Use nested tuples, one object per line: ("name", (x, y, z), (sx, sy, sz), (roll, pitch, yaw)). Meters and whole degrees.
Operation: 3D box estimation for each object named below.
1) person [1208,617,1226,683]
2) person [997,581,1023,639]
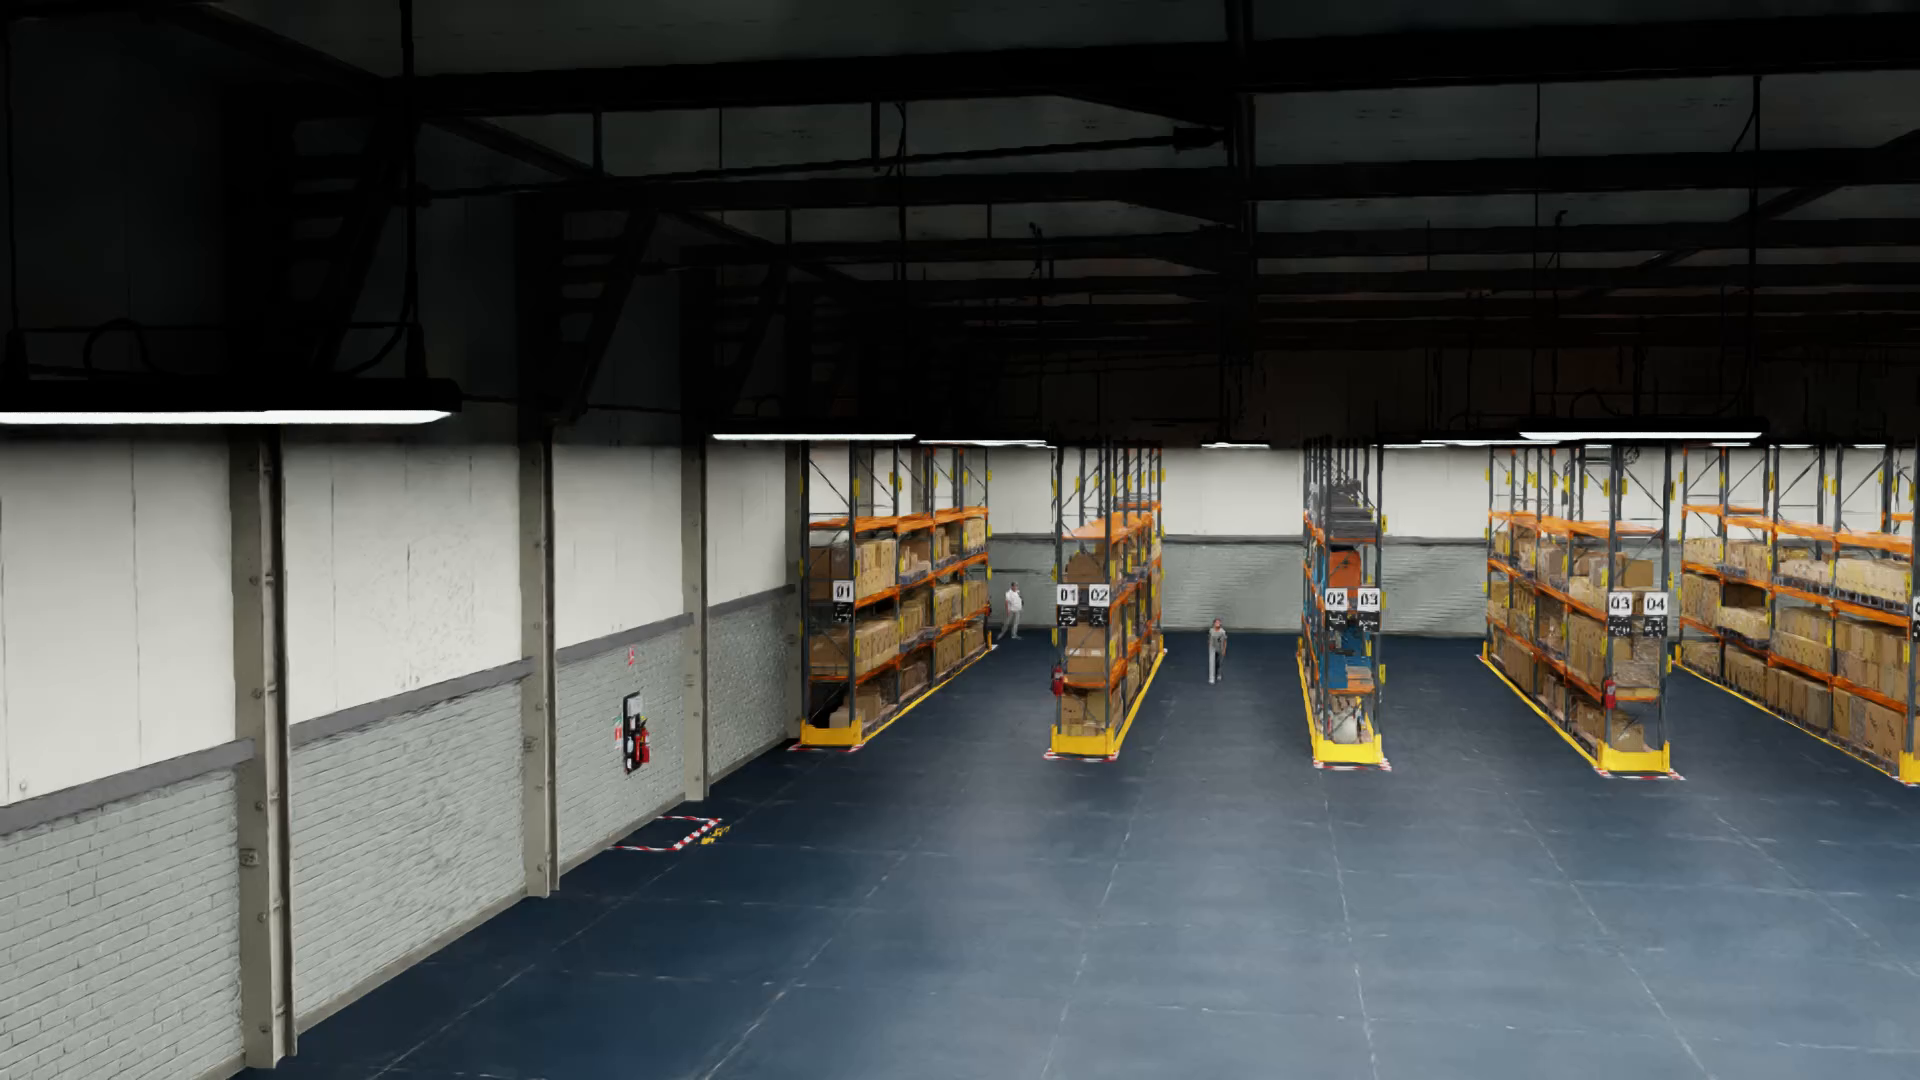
("person", (6.336, 2.692, 40.946), (0.446, 1.589, 1.096), (0, 3, 9))
("person", (1.498, 2.126, 50.536), (0.736, 1.743, 0.549), (-2, 4, -34))
